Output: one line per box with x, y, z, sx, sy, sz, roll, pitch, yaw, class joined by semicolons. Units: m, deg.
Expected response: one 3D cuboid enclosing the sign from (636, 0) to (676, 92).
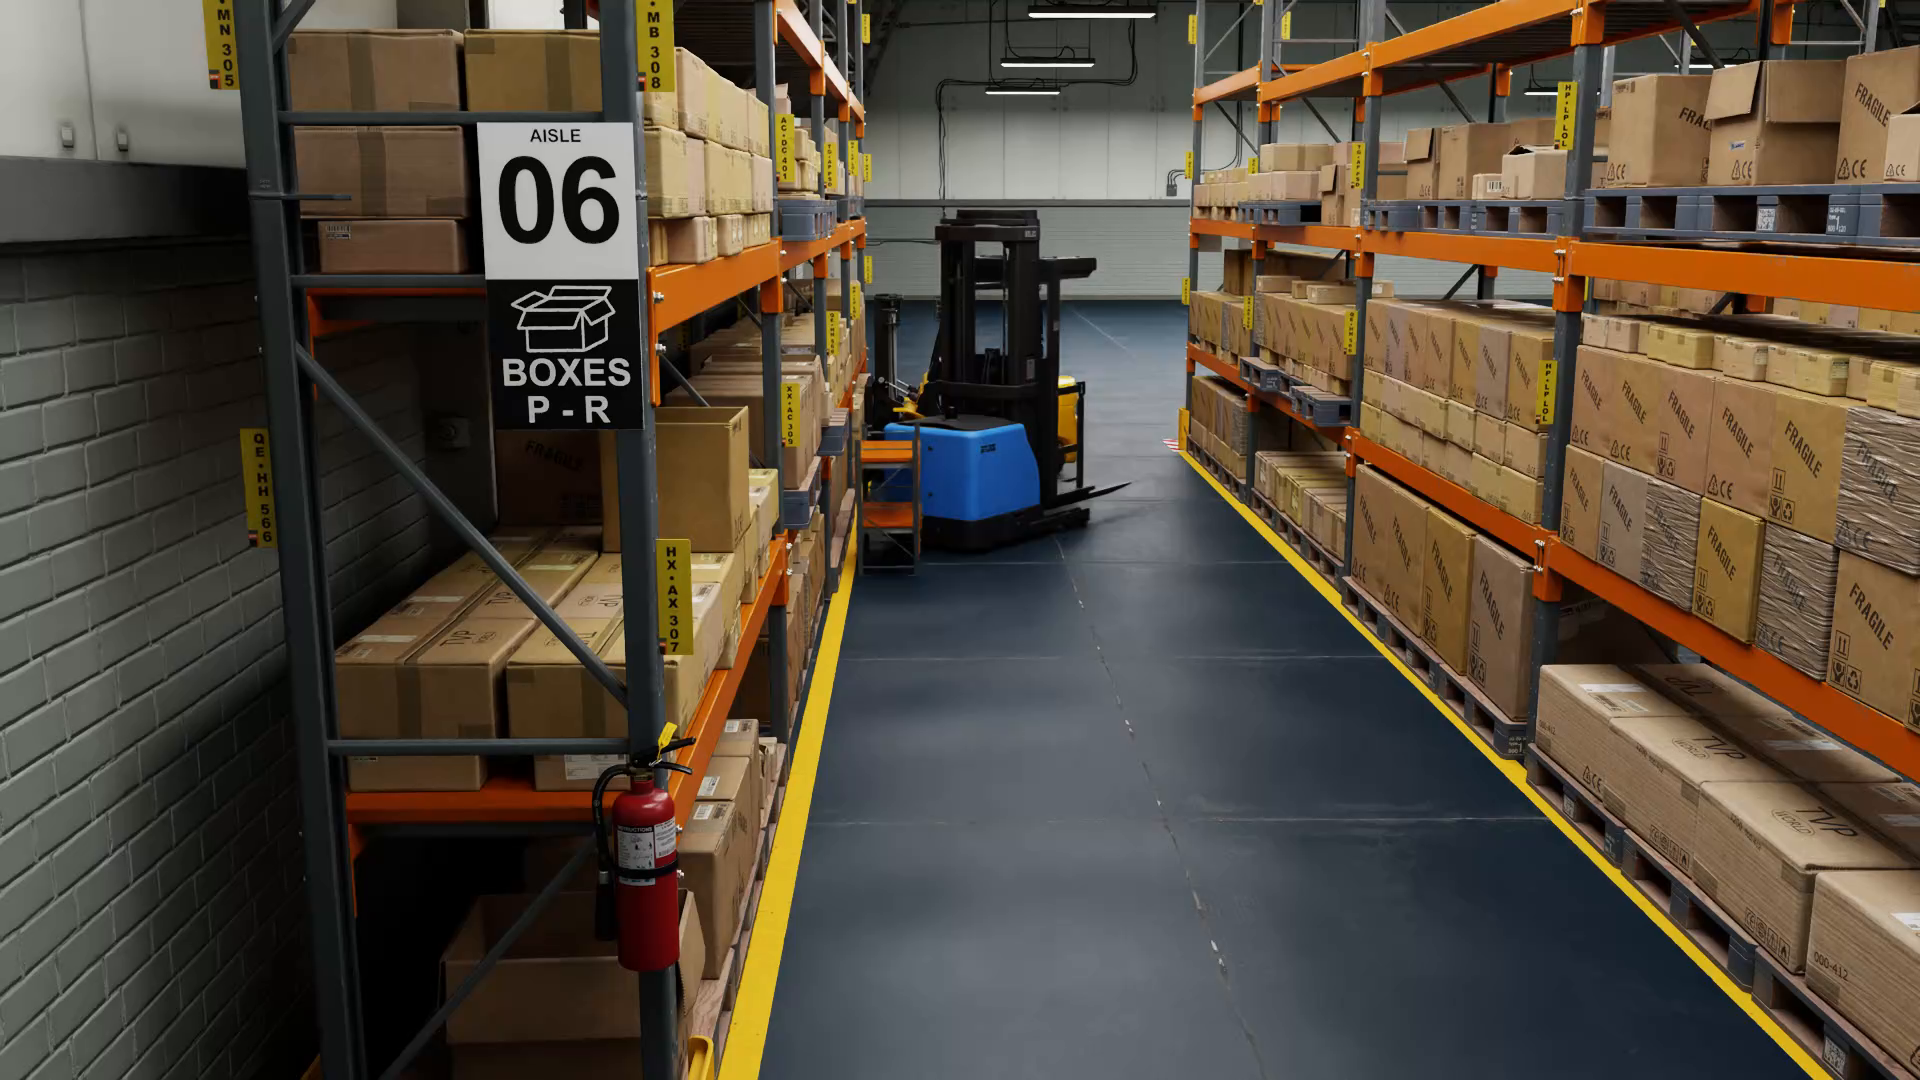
-0.785;-1.316;4.260;0.100;0.325;0.005;0;11;-1;sign

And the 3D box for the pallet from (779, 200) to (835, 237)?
-1.378;-1.925;9.930;1.213;0.211;1.003;0;11;-1;pallet

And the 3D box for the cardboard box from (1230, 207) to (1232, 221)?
3.139;-3.538;18.042;0.380;0.149;0.250;0;11;-2;cardboard box

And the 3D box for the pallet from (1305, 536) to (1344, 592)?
3.455;0.184;13.619;1.003;0.211;1.213;0;11;-1;pallet

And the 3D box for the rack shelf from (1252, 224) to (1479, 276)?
3.429;-2.542;14.309;1.077;0.370;4.000;0;11;-1;rack shelf

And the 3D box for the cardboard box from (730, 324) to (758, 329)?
-1.797;-1.794;14.474;0.380;0.149;0.250;0;11;-1;cardboard box

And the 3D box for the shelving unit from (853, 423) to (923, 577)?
-0.589;-0.356;13.968;0.538;1.125;1.048;-1;11;0;shelving unit

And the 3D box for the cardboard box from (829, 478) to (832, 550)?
-1.492;-0.172;13.278;0.875;0.625;0.625;0;11;1;cardboard box

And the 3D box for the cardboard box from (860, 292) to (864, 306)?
-1.336;-2.844;19.653;0.380;0.149;0.250;0;11;0;cardboard box

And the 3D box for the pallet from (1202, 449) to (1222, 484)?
3.310;-0.832;18.629;1.003;0.211;1.213;0;11;-1;pallet

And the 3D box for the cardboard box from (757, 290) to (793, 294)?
-1.934;-2.528;17.344;0.380;0.149;0.250;0;11;-2;cardboard box

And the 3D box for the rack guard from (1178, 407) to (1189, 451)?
3.306;-1.377;20.589;1.175;0.500;0.348;0;11;-1;rack guard

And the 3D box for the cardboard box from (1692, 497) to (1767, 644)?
3.321;0.115;6.697;0.500;0.500;0.500;0;11;1;cardboard box

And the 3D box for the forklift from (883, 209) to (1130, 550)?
0.572;-1.591;15.529;1.130;2.935;3.031;8;14;35;forklift

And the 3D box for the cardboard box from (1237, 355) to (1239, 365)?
3.145;-1.913;17.575;0.380;0.149;0.250;0;11;-2;cardboard box

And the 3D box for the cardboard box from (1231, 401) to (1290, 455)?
3.107;-1.164;17.227;0.500;0.500;0.500;0;11;-2;cardboard box

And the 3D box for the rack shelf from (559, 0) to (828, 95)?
-1.451;-3.000;10.027;1.077;0.370;4.000;0;11;-1;rack shelf

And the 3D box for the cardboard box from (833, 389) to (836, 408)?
-1.263;-1.121;13.420;0.500;0.250;0.500;0;11;-2;cardboard box

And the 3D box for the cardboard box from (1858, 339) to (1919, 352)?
3.861;-0.726;6.694;0.380;0.149;0.250;0;11;-1;cardboard box

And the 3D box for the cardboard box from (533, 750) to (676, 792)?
-1.060;0.641;4.986;0.380;0.149;0.250;0;11;-2;cardboard box

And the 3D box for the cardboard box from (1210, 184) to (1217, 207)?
3.085;-3.856;18.605;0.500;0.250;0.500;0;11;1;cardboard box

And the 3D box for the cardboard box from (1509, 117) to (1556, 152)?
3.796;-2.403;10.505;0.500;0.500;0.500;0;11;-1;cardboard box

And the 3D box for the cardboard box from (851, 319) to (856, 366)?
-1.351;-2.043;17.332;0.500;0.500;0.500;0;11;0;cardboard box

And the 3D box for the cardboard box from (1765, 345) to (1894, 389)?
3.360;-0.670;6.418;0.380;0.149;0.250;0;11;1;cardboard box

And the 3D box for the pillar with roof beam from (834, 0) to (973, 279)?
1.264;-10.182;42.617;9.100;9.000;0.548;0;11;-1;pillar with roof beam

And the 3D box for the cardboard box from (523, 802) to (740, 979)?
-1.224;1.312;6.280;0.700;0.500;0.500;0;11;1;cardboard box

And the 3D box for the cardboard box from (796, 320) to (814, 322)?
-1.290;-1.897;14.981;0.380;0.149;0.250;-1;11;-3;cardboard box

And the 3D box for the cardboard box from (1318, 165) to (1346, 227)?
3.410;-2.851;13.762;0.797;0.503;0.637;0;11;-1;cardboard box

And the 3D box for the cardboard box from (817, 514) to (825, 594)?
-1.269;0.097;12.269;0.500;0.500;0.500;0;11;0;cardboard box

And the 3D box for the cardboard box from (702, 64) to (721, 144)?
-1.101;-1.493;5.702;0.500;0.250;0.500;0;11;-2;cardboard box

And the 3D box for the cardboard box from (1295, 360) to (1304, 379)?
3.117;-1.481;14.393;0.380;0.149;0.250;-1;11;-3;cardboard box

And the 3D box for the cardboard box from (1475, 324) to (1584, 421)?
3.274;-0.961;9.487;0.500;0.500;0.500;0;11;0;cardboard box

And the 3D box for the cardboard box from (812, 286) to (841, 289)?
-1.414;-2.683;18.110;0.380;0.149;0.250;0;11;-1;cardboard box

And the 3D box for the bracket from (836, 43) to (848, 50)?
-2.553;-10.655;35.893;0.235;0.232;0.430;0;11;-1;bracket

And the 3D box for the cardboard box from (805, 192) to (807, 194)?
-1.259;-2.477;11.552;0.380;0.149;0.250;-1;11;-2;cardboard box

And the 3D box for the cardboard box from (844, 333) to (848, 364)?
-1.292;-1.774;15.377;0.500;0.250;0.500;-1;11;-3;cardboard box

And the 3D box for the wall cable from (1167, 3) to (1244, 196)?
7.588;-13.651;51.161;2.305;6.003;0.169;0;11;-1;wall cable

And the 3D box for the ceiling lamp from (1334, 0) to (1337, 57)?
9.052;-13.500;44.288;2.000;3.185;0.800;0;11;-1;ceiling lamp

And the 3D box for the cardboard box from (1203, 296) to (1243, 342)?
3.063;-2.512;18.899;0.500;0.500;0.500;0;11;-2;cardboard box

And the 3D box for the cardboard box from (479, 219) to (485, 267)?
-1.632;-0.877;4.927;0.380;0.149;0.250;0;11;0;cardboard box

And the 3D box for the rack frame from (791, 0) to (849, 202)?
-1.575;-4.741;15.795;1.000;3.000;0.127;0;11;-1;rack frame

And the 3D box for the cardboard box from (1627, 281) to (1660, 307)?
8.200;-2.966;19.039;0.875;0.550;0.550;0;11;-1;cardboard box

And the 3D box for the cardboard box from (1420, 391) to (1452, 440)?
3.238;-0.794;10.548;0.500;0.250;0.500;0;11;0;cardboard box

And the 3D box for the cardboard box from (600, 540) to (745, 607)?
-1.123;0.118;6.560;0.500;0.250;0.500;-1;11;-3;cardboard box

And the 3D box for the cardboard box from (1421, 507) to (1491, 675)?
3.433;0.301;10.317;0.875;0.875;0.875;0;11;0;cardboard box

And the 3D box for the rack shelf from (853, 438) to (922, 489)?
-0.592;-0.643;13.910;0.538;0.278;1.000;-1;11;0;rack shelf

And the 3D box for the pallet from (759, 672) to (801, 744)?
-1.464;0.995;9.626;1.003;0.211;1.213;0;11;-1;pallet

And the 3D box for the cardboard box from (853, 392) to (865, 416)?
-1.294;-1.447;17.993;0.500;0.250;0.500;0;11;1;cardboard box

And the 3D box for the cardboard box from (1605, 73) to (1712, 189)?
3.355;-1.888;7.717;0.500;0.500;0.500;0;11;0;cardboard box

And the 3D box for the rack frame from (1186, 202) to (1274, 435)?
3.305;-2.617;20.415;1.000;3.000;0.127;0;11;-1;rack frame

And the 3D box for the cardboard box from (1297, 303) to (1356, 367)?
3.149;-1.720;13.936;0.500;0.500;0.500;-1;12;-5;cardboard box

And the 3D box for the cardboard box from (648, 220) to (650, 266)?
-1.133;-0.879;4.934;0.380;0.149;0.250;0;11;0;cardboard box
